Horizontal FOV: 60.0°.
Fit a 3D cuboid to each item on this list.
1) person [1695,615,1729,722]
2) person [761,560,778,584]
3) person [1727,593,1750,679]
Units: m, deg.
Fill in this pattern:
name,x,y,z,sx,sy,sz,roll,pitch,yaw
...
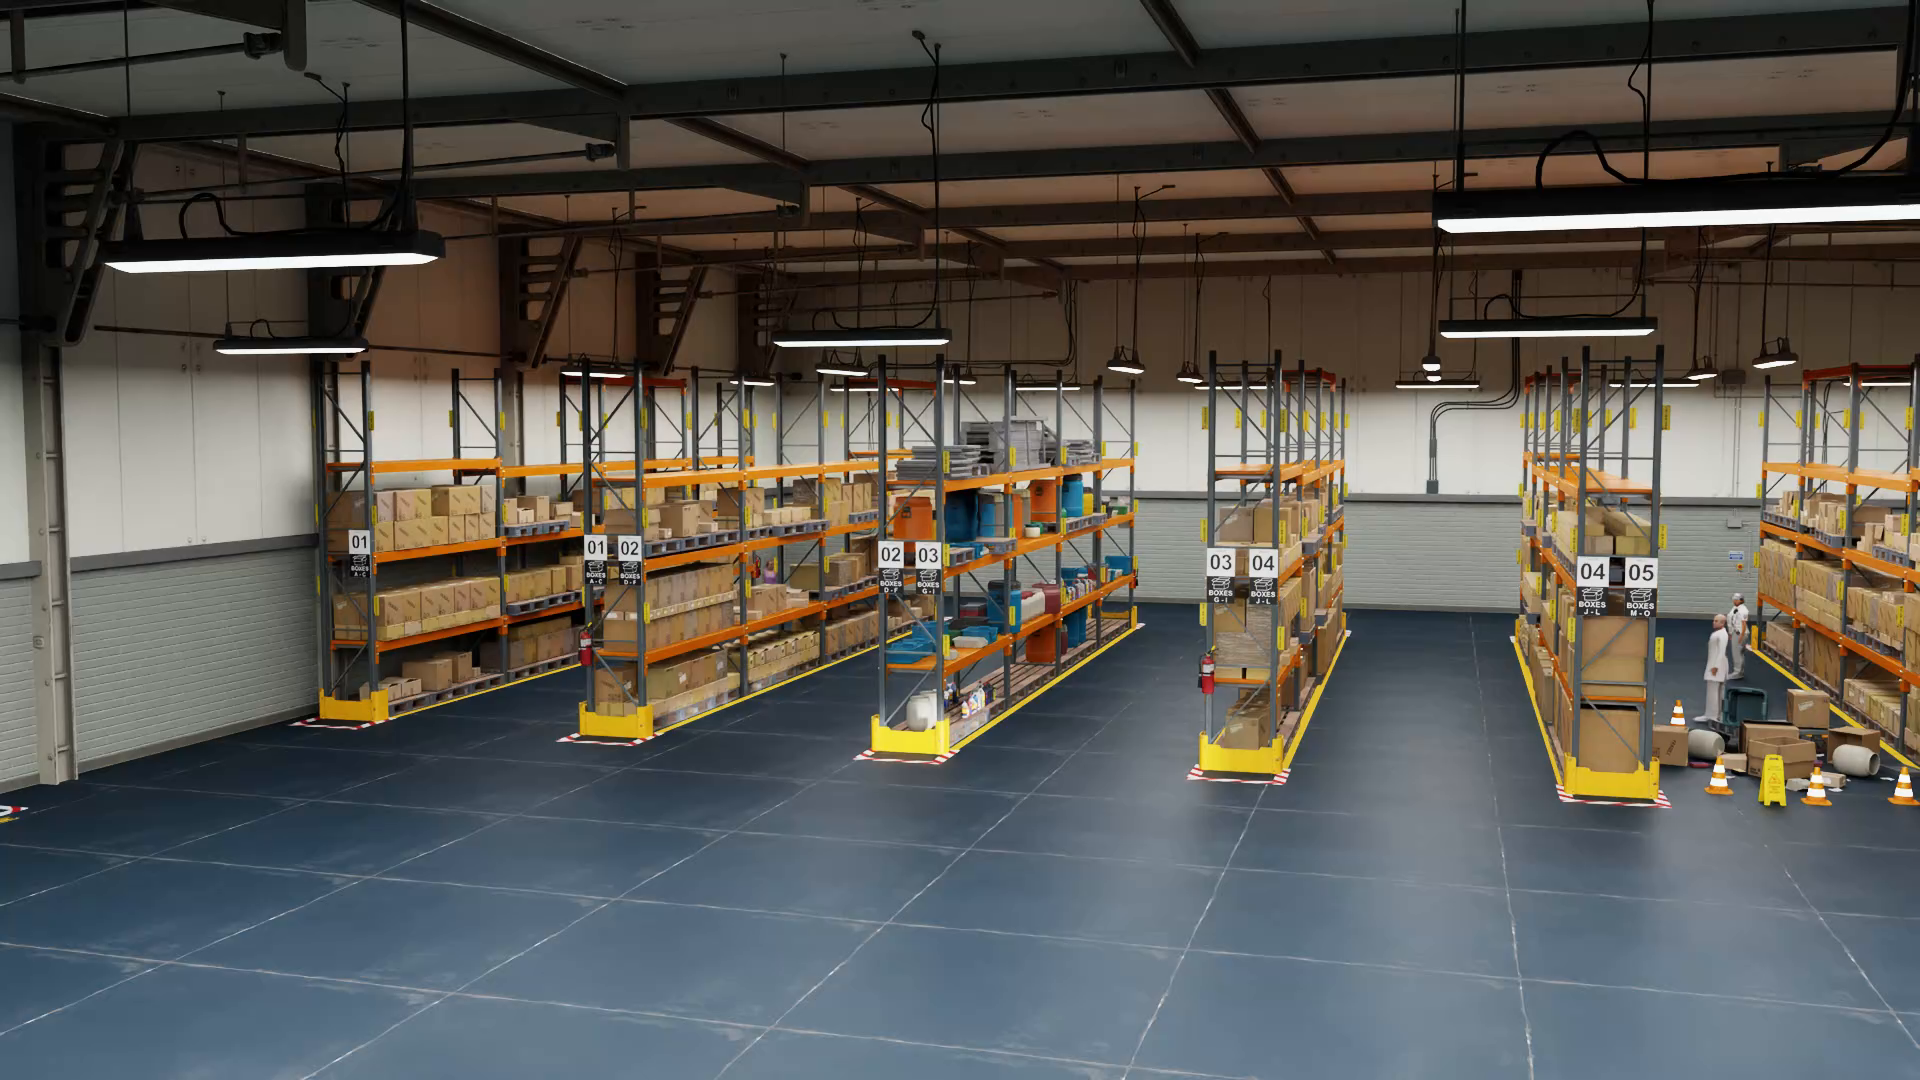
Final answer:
name,x,y,z,sx,sy,sz,roll,pitch,yaw
person,12.633,2.133,27.809,0.458,1.783,0.653,3,5,40
person,-4.647,1.329,40.870,0.462,1.491,0.479,1,4,10
person,15.163,1.865,32.416,0.414,1.665,0.540,2,4,24
